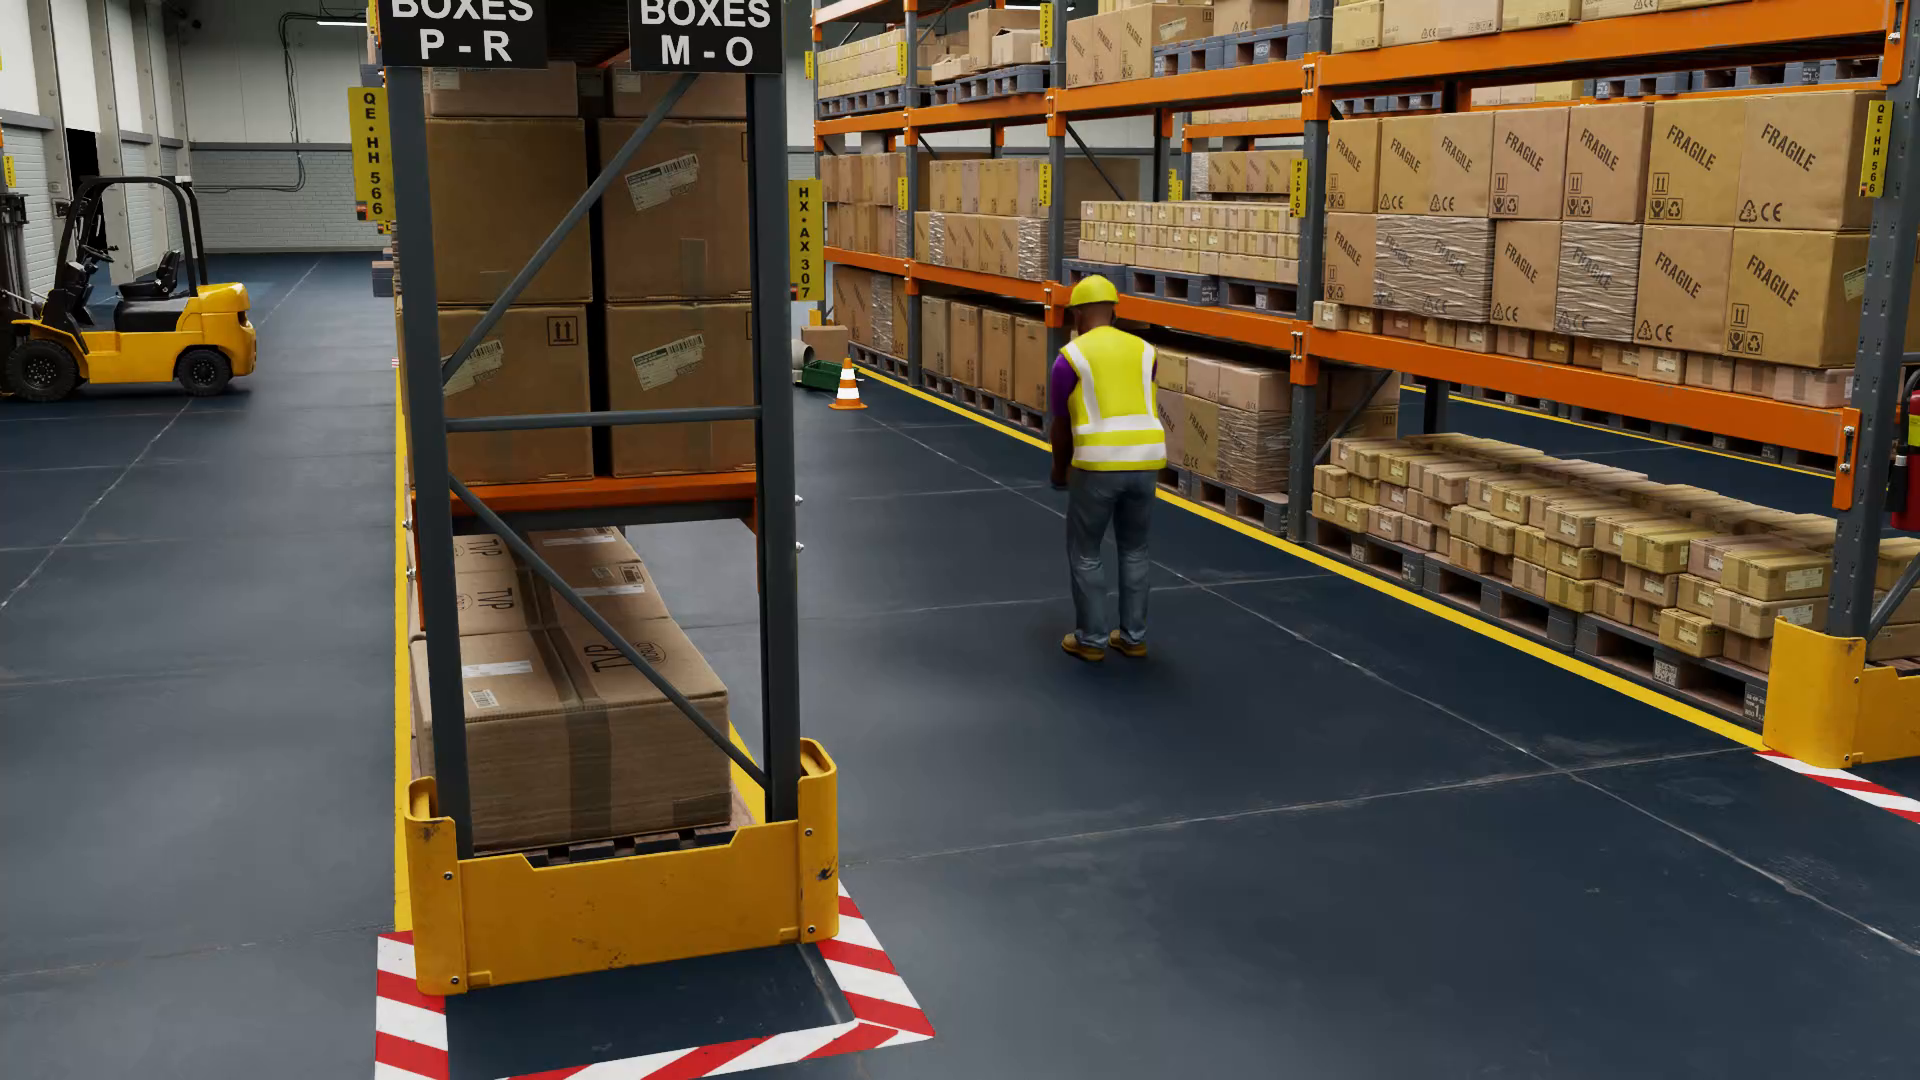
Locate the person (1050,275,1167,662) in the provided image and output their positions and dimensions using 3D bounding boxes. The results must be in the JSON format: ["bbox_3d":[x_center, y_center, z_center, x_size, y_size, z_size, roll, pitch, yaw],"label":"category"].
[{"bbox_3d":[0.642,-0.328,7.525,0.498,1.717,0.616,-4,13,-19],"label":"person"}]
